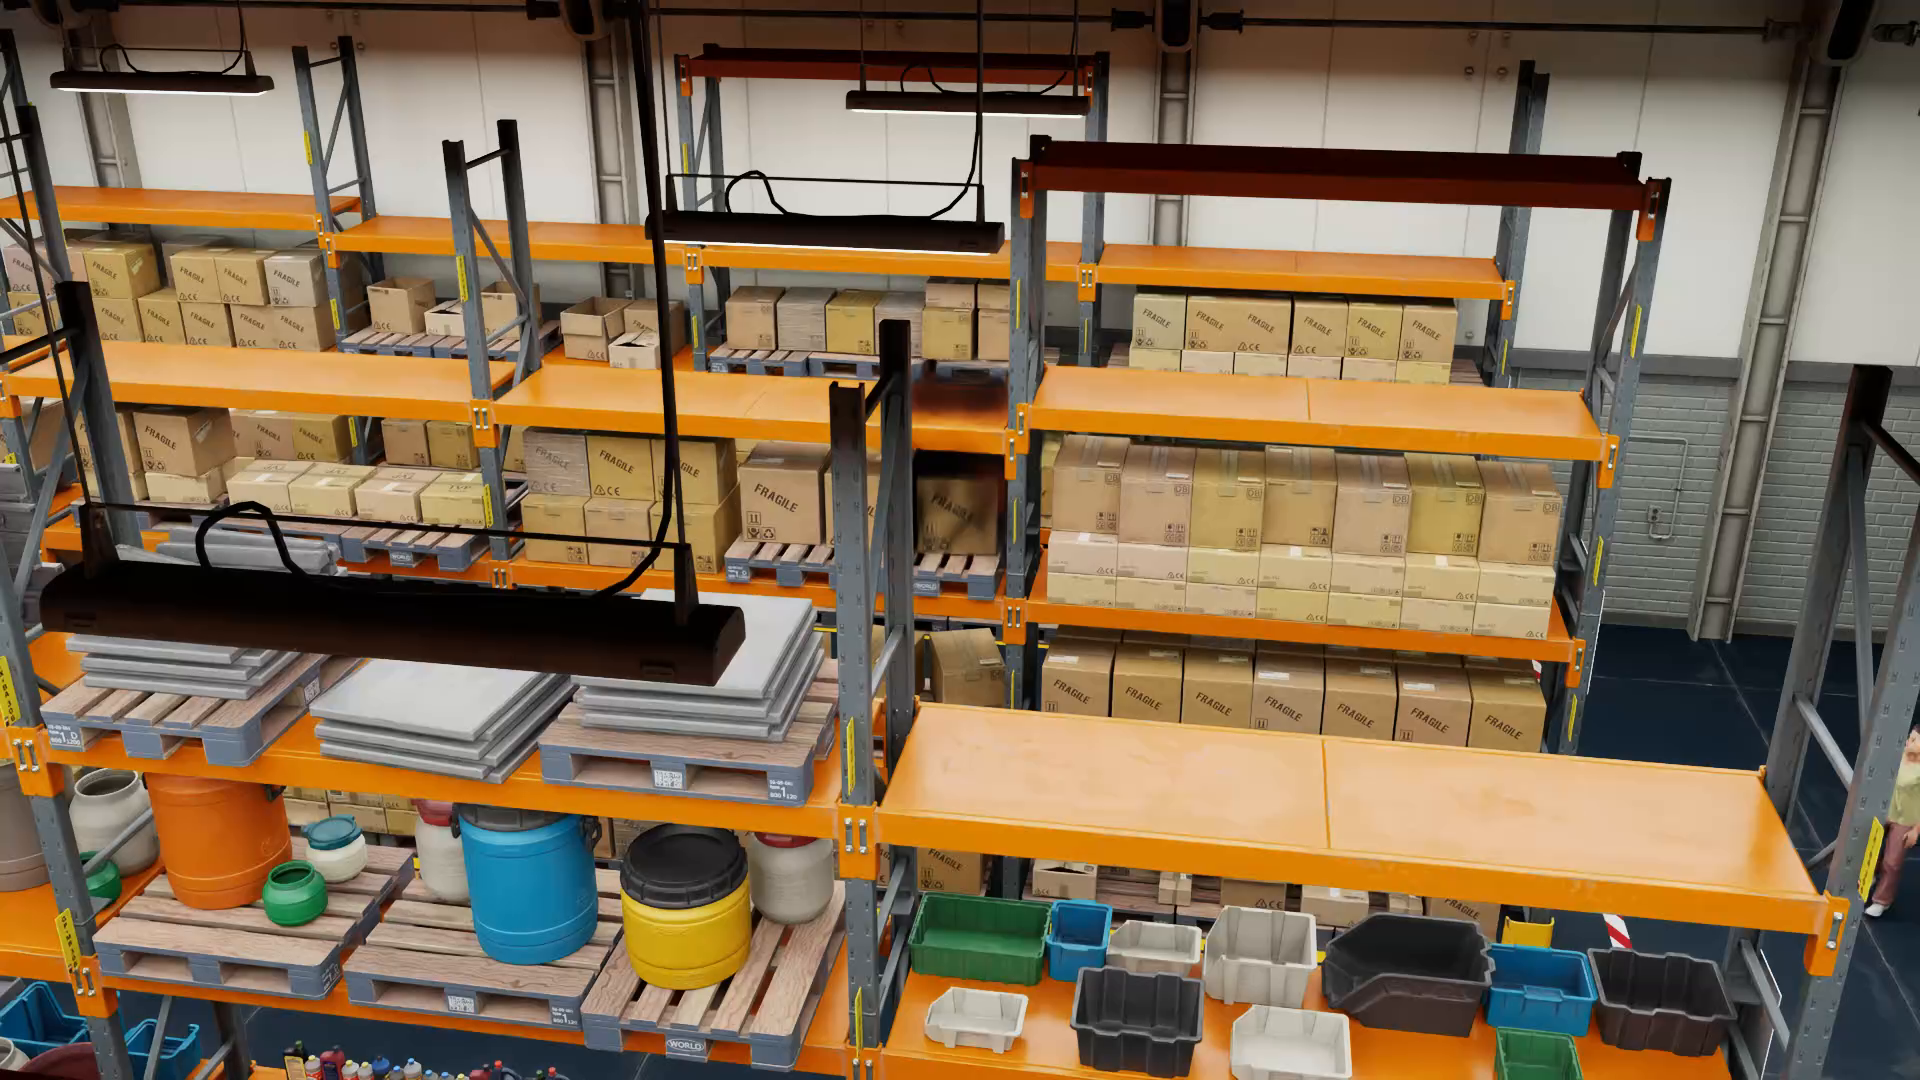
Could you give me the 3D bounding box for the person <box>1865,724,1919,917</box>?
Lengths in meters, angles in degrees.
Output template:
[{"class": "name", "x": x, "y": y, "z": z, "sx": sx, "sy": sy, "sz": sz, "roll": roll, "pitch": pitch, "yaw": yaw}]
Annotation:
[{"class": "person", "x": 7.358, "y": 2.184, "z": 13.034, "sx": 0.489, "sy": 1.666, "sz": 0.481, "roll": -16, "pitch": 28, "yaw": -33}]
